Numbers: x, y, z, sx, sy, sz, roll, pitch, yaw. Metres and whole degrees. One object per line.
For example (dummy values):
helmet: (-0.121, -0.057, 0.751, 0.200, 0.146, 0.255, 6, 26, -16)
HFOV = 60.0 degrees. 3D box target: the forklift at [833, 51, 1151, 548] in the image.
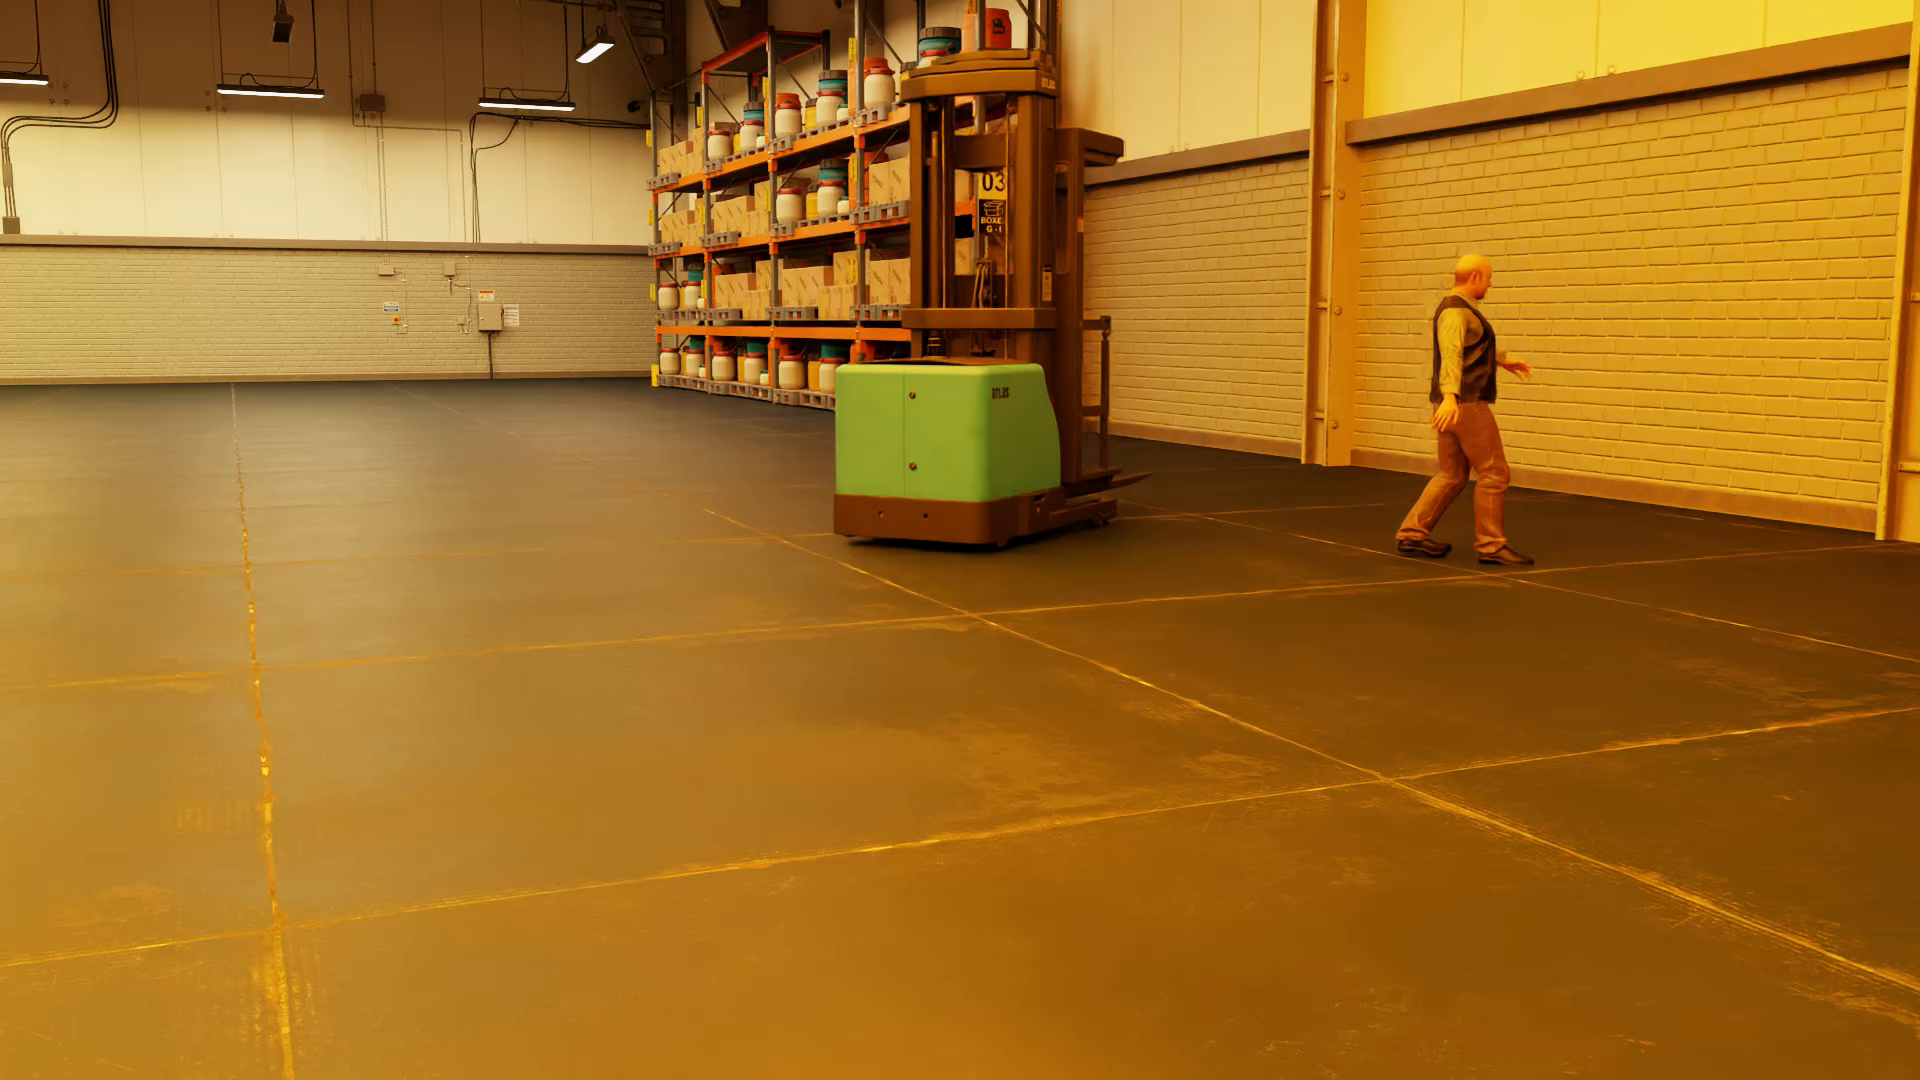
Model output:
forklift: (0.386, -1.562, 10.785, 1.130, 2.935, 3.031, 4, 8, 28)

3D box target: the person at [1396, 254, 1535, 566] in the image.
person: (2.825, -0.716, 9.169, 0.756, 1.701, 0.943, 1, 8, 10)
